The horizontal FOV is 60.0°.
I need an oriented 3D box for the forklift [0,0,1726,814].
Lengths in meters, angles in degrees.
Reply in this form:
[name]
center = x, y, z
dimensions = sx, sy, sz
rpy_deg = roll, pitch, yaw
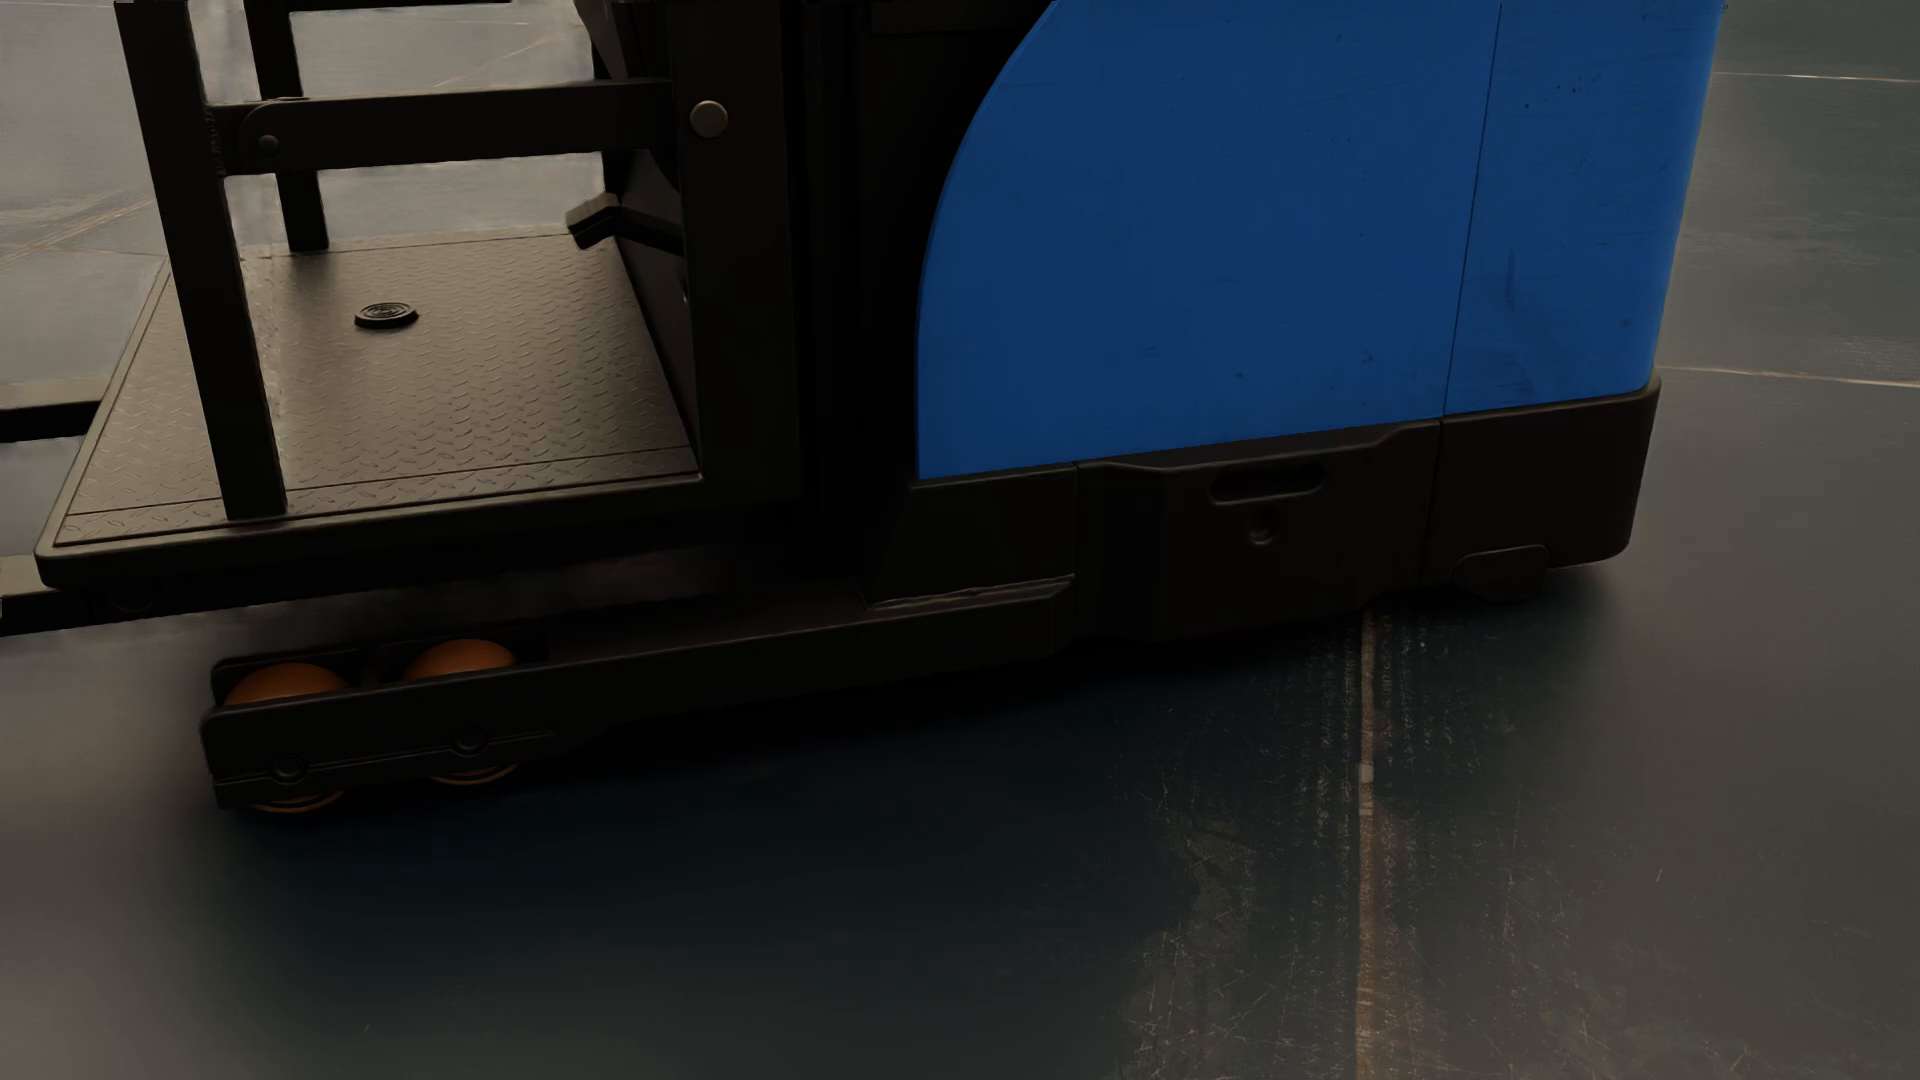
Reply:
[forklift]
center = -0.627, -1.264, 1.752
dimensions = 3.031, 2.935, 1.130
rpy_deg = -7, 28, -14
